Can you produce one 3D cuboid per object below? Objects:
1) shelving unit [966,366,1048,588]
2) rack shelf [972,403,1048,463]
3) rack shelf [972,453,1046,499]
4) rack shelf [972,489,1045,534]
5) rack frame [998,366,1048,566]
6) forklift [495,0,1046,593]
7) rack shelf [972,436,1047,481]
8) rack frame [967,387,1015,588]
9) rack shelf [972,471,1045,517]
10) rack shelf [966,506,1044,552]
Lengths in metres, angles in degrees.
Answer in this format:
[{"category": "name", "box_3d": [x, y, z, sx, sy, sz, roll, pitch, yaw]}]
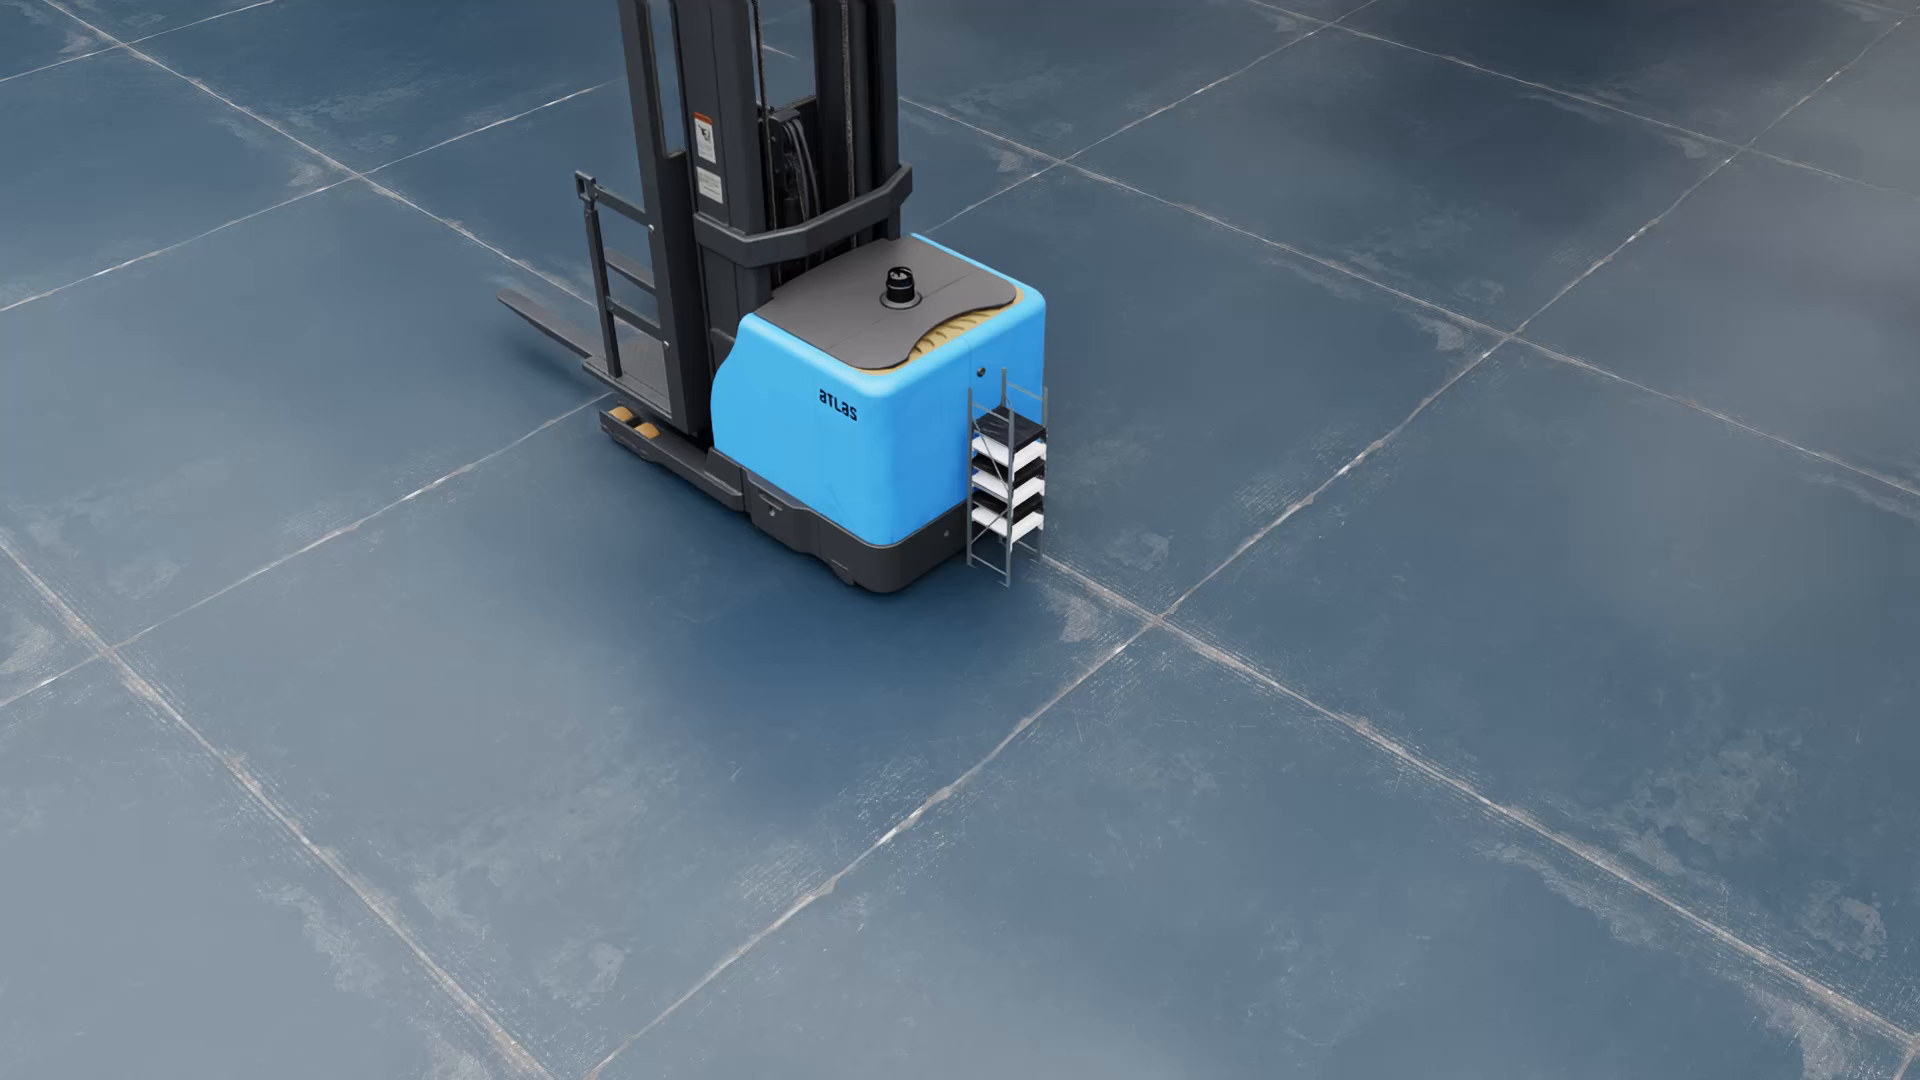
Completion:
[{"category": "shelving unit", "box_3d": [0.189, -0.247, 6.837, 0.258, 0.900, 0.210, 30, 47, 32]}, {"category": "rack shelf", "box_3d": [0.189, -0.432, 6.690, 0.258, 0.077, 0.200, 30, 47, 32]}, {"category": "rack shelf", "box_3d": [0.189, -0.291, 6.802, 0.258, 0.077, 0.200, 30, 47, 32]}, {"category": "rack shelf", "box_3d": [0.189, -0.150, 6.914, 0.258, 0.077, 0.200, 30, 47, 32]}, {"category": "rack frame", "box_3d": [0.258, -0.294, 6.896, 0.240, 0.900, 0.006, 30, 47, 32]}, {"category": "forklift", "box_3d": [-1.046, -1.732, 7.073, 3.031, 2.935, 1.130, 31, 48, 33]}, {"category": "rack shelf", "box_3d": [0.189, -0.362, 6.746, 0.258, 0.077, 0.200, 30, 47, 32]}, {"category": "rack frame", "box_3d": [0.121, -0.200, 6.779, 0.240, 0.900, 0.006, 30, 47, 32]}, {"category": "rack shelf", "box_3d": [0.189, -0.221, 6.858, 0.258, 0.077, 0.200, 30, 47, 32]}, {"category": "rack shelf", "box_3d": [0.189, -0.080, 6.970, 0.258, 0.077, 0.200, 30, 47, 32]}]
